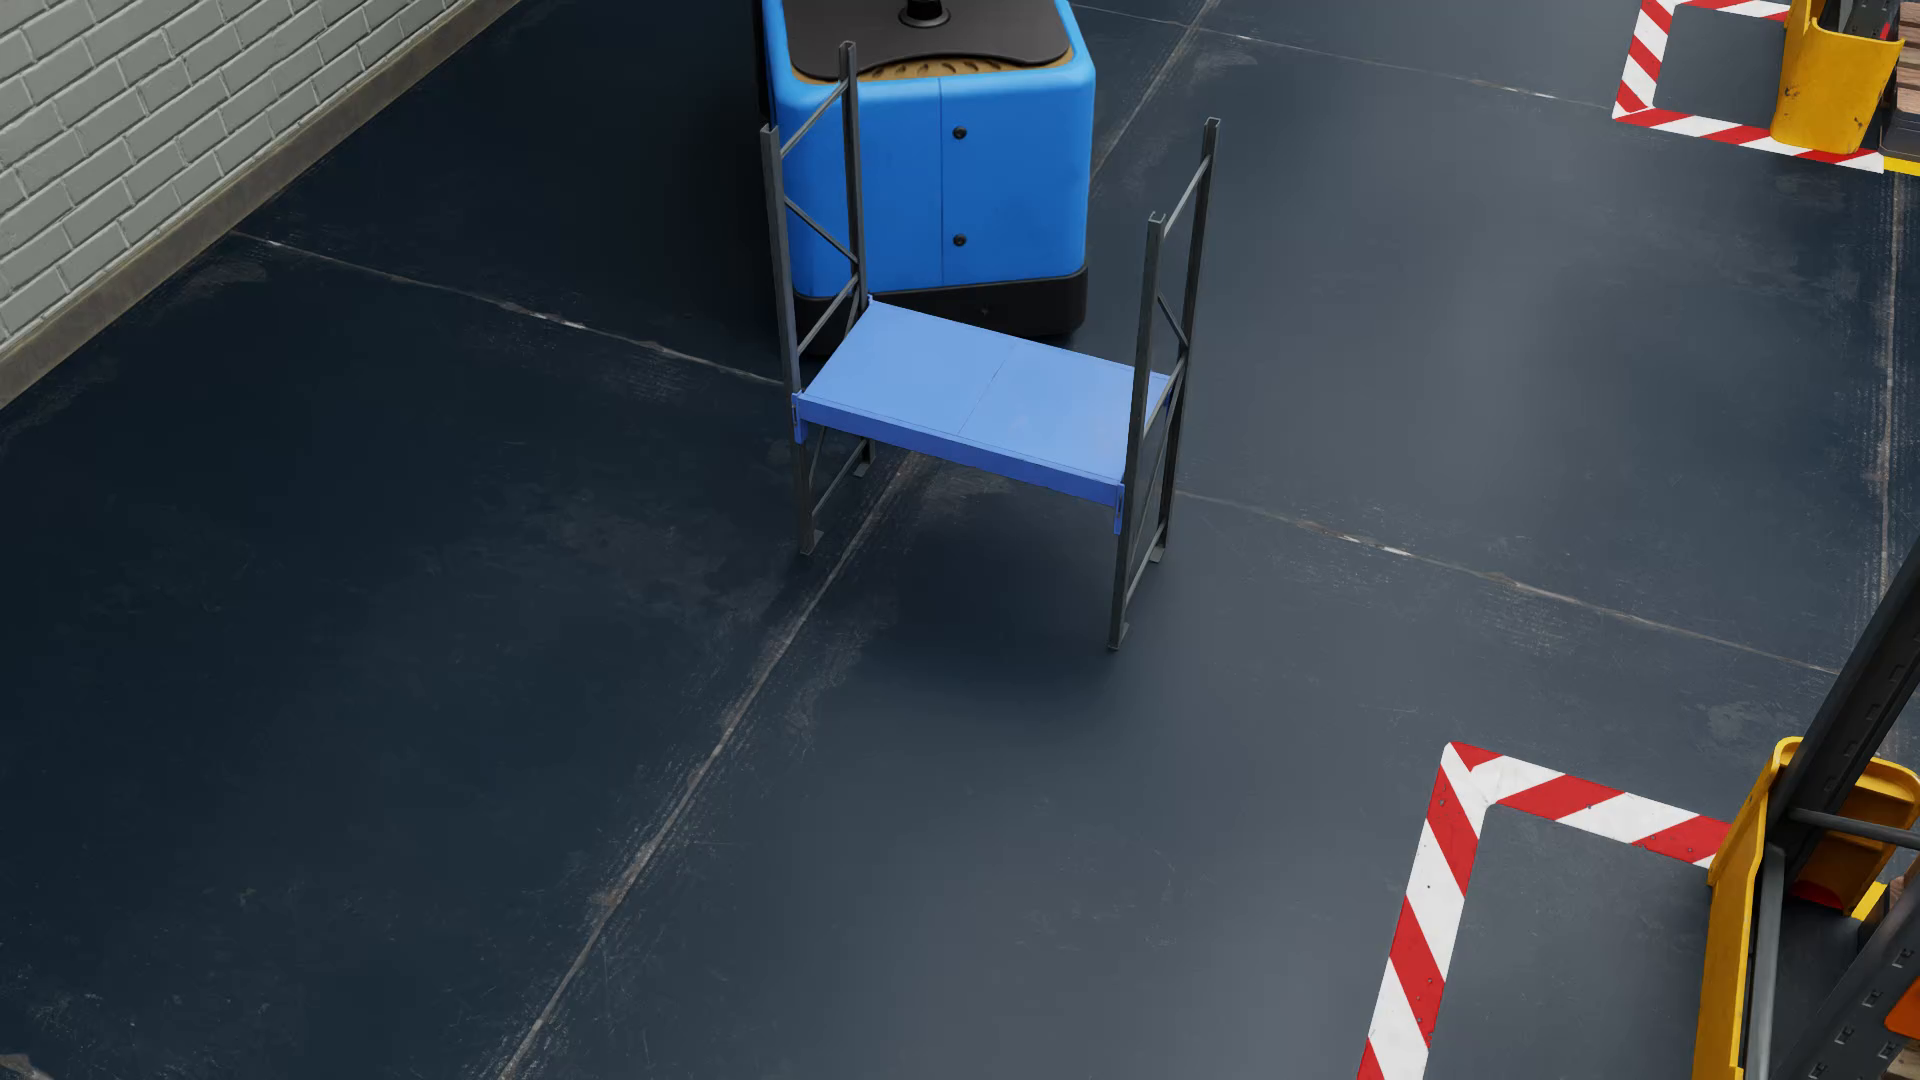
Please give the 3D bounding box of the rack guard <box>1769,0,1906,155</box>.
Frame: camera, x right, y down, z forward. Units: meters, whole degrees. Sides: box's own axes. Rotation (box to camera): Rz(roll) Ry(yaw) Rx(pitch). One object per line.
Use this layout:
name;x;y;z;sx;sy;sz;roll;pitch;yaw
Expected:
rack guard;3.748;-2.172;7.078;0.348;0.500;1.175;16;47;16

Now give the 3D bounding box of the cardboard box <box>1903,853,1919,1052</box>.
cardboard box;2.461;0.881;3.698;0.500;0.500;0.500;16;47;16

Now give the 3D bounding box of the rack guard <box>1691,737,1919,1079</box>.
rack guard;1.934;1.070;3.820;0.348;0.500;1.175;16;47;16

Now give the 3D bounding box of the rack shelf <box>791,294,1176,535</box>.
rack shelf;0.079;-0.381;4.825;1.000;0.185;0.538;16;47;16

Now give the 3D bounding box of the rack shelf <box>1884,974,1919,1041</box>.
rack shelf;3.710;0.962;2.667;4.000;0.370;1.077;16;47;16

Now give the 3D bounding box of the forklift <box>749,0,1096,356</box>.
forklift;-0.279;-2.730;5.916;1.130;2.935;3.031;-6;45;-6

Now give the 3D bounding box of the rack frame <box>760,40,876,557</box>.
rack frame;-0.390;-0.647;4.836;0.032;1.500;0.500;16;47;16

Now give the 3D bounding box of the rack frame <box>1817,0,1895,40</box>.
rack frame;3.775;-3.060;6.199;0.127;3.000;1.000;16;47;16

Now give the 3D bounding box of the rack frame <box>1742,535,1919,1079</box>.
rack frame;1.864;0.163;2.959;0.127;3.000;1.000;16;47;16

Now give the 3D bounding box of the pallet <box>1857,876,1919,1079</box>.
pallet;2.671;1.389;3.705;1.213;0.211;1.003;16;47;16

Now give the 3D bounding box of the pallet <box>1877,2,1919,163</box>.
pallet;4.521;-1.822;6.932;1.213;0.211;1.003;16;47;16

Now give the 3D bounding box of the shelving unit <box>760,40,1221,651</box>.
shelving unit;0.079;-0.509;4.698;1.048;1.500;0.538;16;47;16

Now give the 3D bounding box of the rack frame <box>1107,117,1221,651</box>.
rack frame;0.548;-0.370;4.559;0.032;1.500;0.500;16;47;16
